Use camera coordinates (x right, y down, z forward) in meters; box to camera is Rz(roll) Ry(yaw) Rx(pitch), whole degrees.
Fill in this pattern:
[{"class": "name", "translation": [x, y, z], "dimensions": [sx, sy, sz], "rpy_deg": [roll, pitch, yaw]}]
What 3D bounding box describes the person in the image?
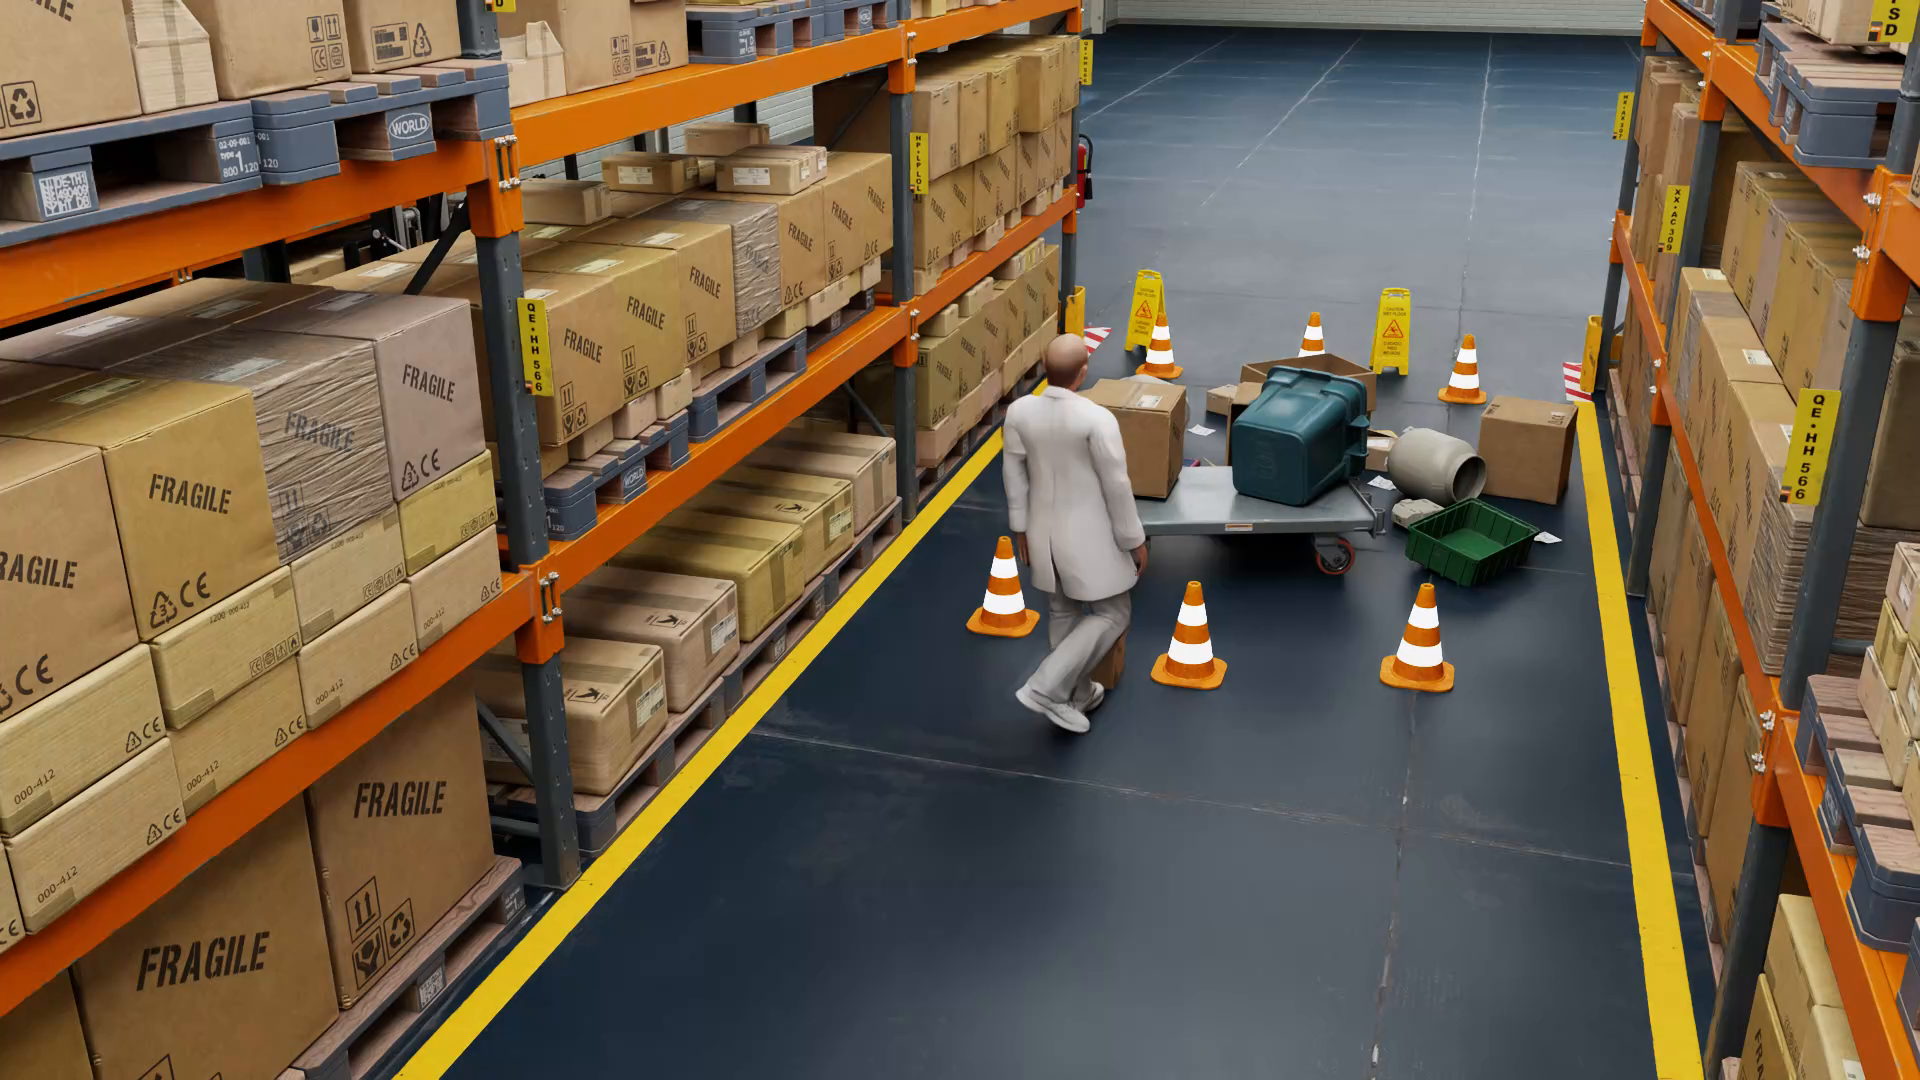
[{"class": "person", "translation": [0.491, -0.001, 7.090], "dimensions": [0.636, 1.757, 0.636], "rpy_deg": [17, 28, 37]}]
